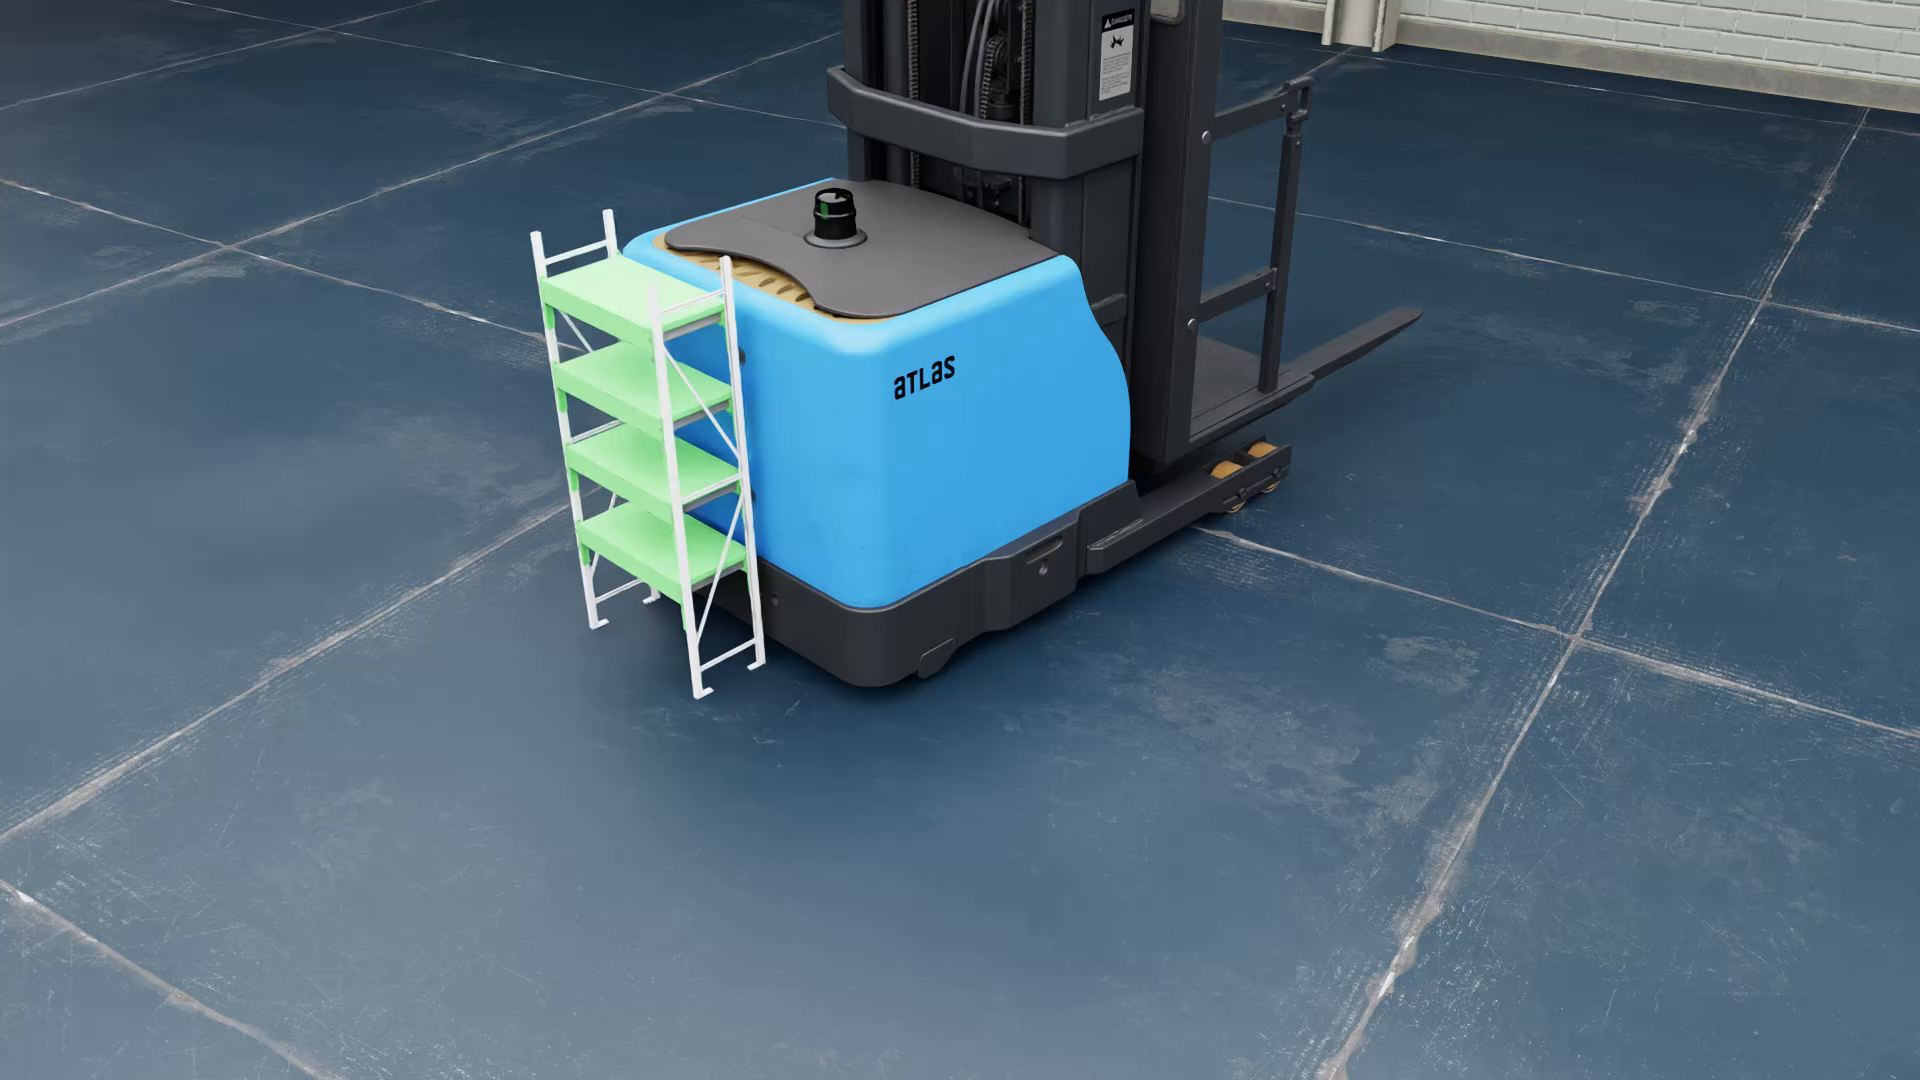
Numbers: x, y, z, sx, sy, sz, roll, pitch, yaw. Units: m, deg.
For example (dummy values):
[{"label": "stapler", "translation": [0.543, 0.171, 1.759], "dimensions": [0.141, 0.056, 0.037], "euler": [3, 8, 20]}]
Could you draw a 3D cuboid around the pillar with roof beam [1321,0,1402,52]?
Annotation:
[{"label": "pillar with roof beam", "translation": [0.294, -5.267, 5.348], "dimensions": [0.400, 9.000, 9.100], "euler": [18, 35, 27]}]

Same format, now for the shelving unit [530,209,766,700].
[{"label": "shelving unit", "translation": [-0.814, -0.216, 4.425], "dimensions": [0.503, 1.200, 0.258], "euler": [26, 40, 37]}]

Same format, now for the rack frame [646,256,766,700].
[{"label": "rack frame", "translation": [-0.640, -0.129, 4.277], "dimensions": [0.015, 1.200, 0.240], "euler": [26, 40, 37]}]

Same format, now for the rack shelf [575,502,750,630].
[{"label": "rack shelf", "translation": [-0.810, 0.045, 4.581], "dimensions": [0.480, 0.148, 0.258], "euler": [26, 40, 37]}]

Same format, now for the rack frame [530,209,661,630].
[{"label": "rack frame", "translation": [-0.988, -0.302, 4.572], "dimensions": [0.015, 1.200, 0.240], "euler": [26, 40, 37]}]

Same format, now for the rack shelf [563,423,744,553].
[{"label": "rack shelf", "translation": [-0.813, -0.161, 4.457], "dimensions": [0.480, 0.148, 0.258], "euler": [26, 40, 37]}]

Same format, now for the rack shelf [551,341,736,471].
[{"label": "rack shelf", "translation": [-0.816, -0.367, 4.334], "dimensions": [0.480, 0.148, 0.258], "euler": [26, 40, 37]}]

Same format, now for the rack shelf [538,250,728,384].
[{"label": "rack shelf", "translation": [-0.819, -0.573, 4.211], "dimensions": [0.480, 0.148, 0.258], "euler": [26, 40, 37]}]

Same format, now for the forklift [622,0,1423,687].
[{"label": "forklift", "translation": [0.453, -1.516, 4.940], "dimensions": [1.130, 2.935, 3.031], "euler": [26, 39, 37]}]
